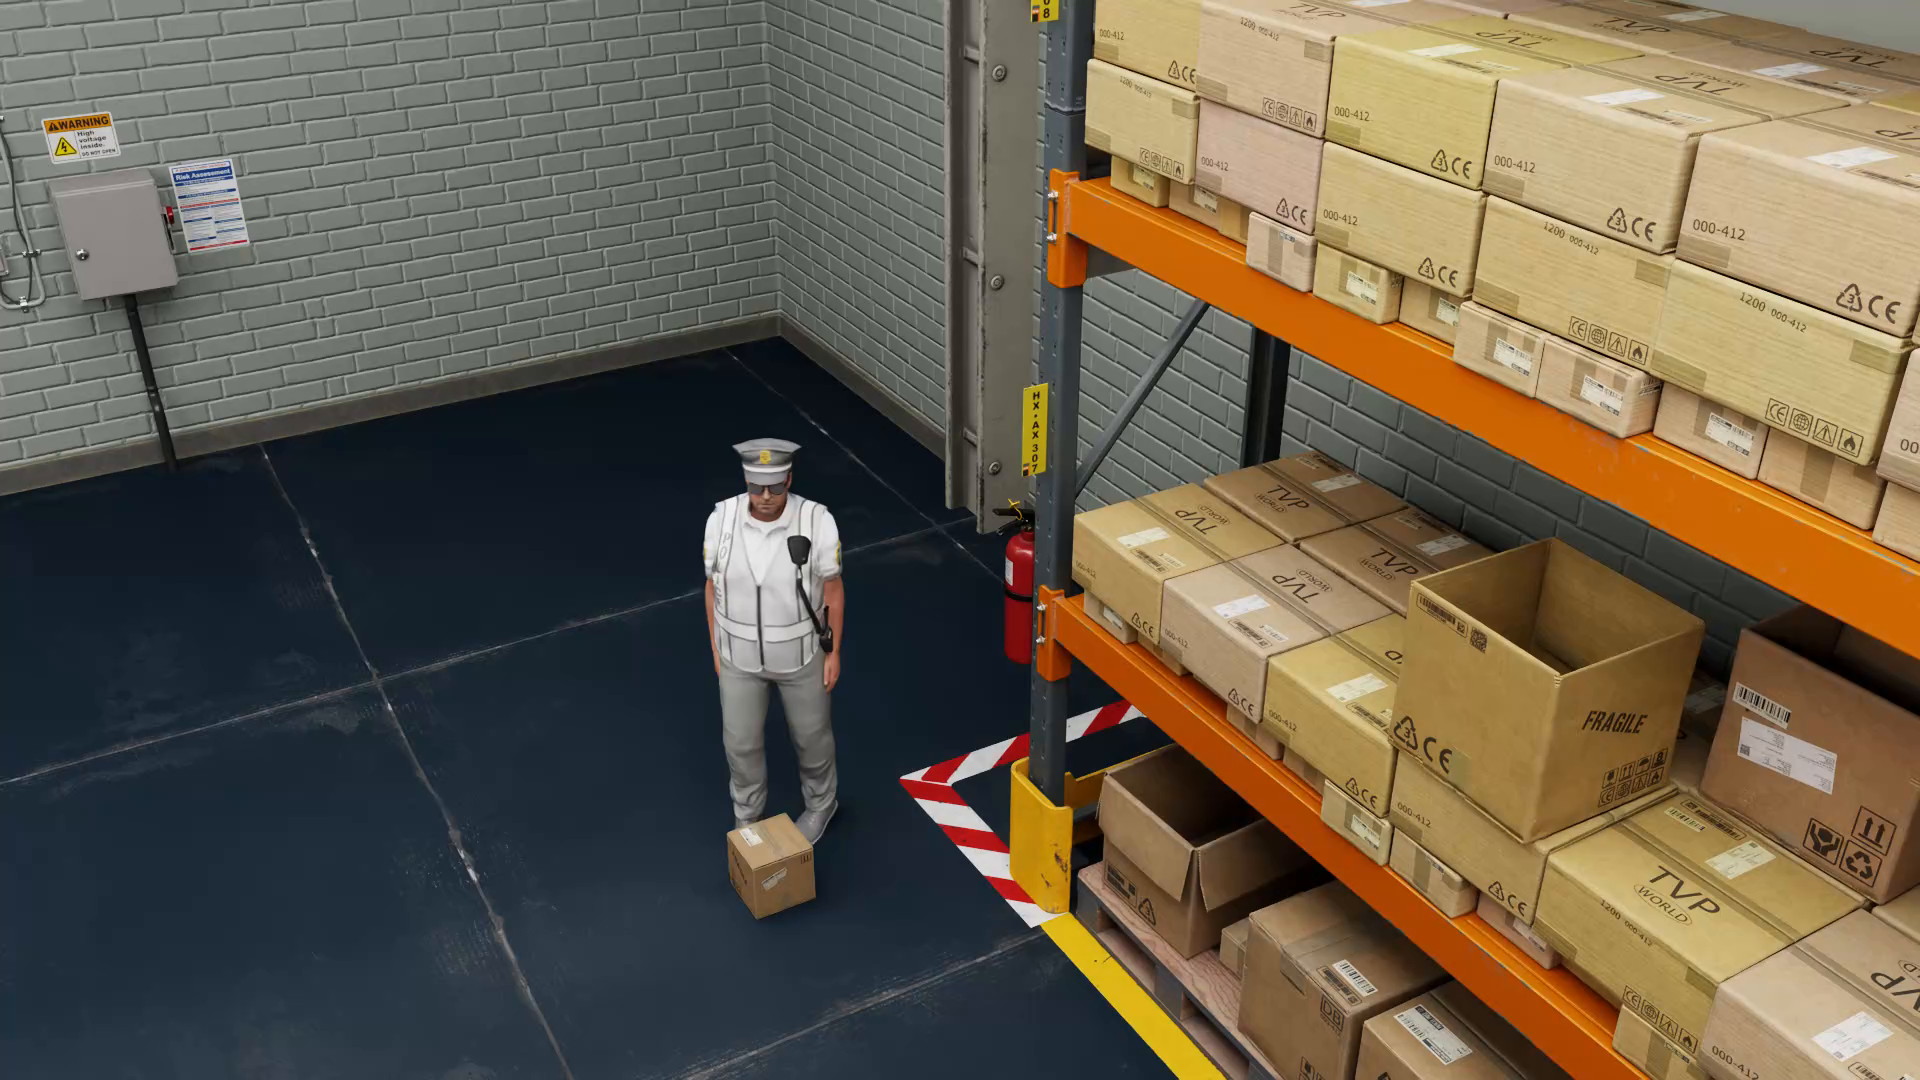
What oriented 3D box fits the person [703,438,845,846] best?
[{"bbox_3d":[-0.705,0.429,6.344,0.530,1.777,0.423,2,29,3],"label":"person"}]
